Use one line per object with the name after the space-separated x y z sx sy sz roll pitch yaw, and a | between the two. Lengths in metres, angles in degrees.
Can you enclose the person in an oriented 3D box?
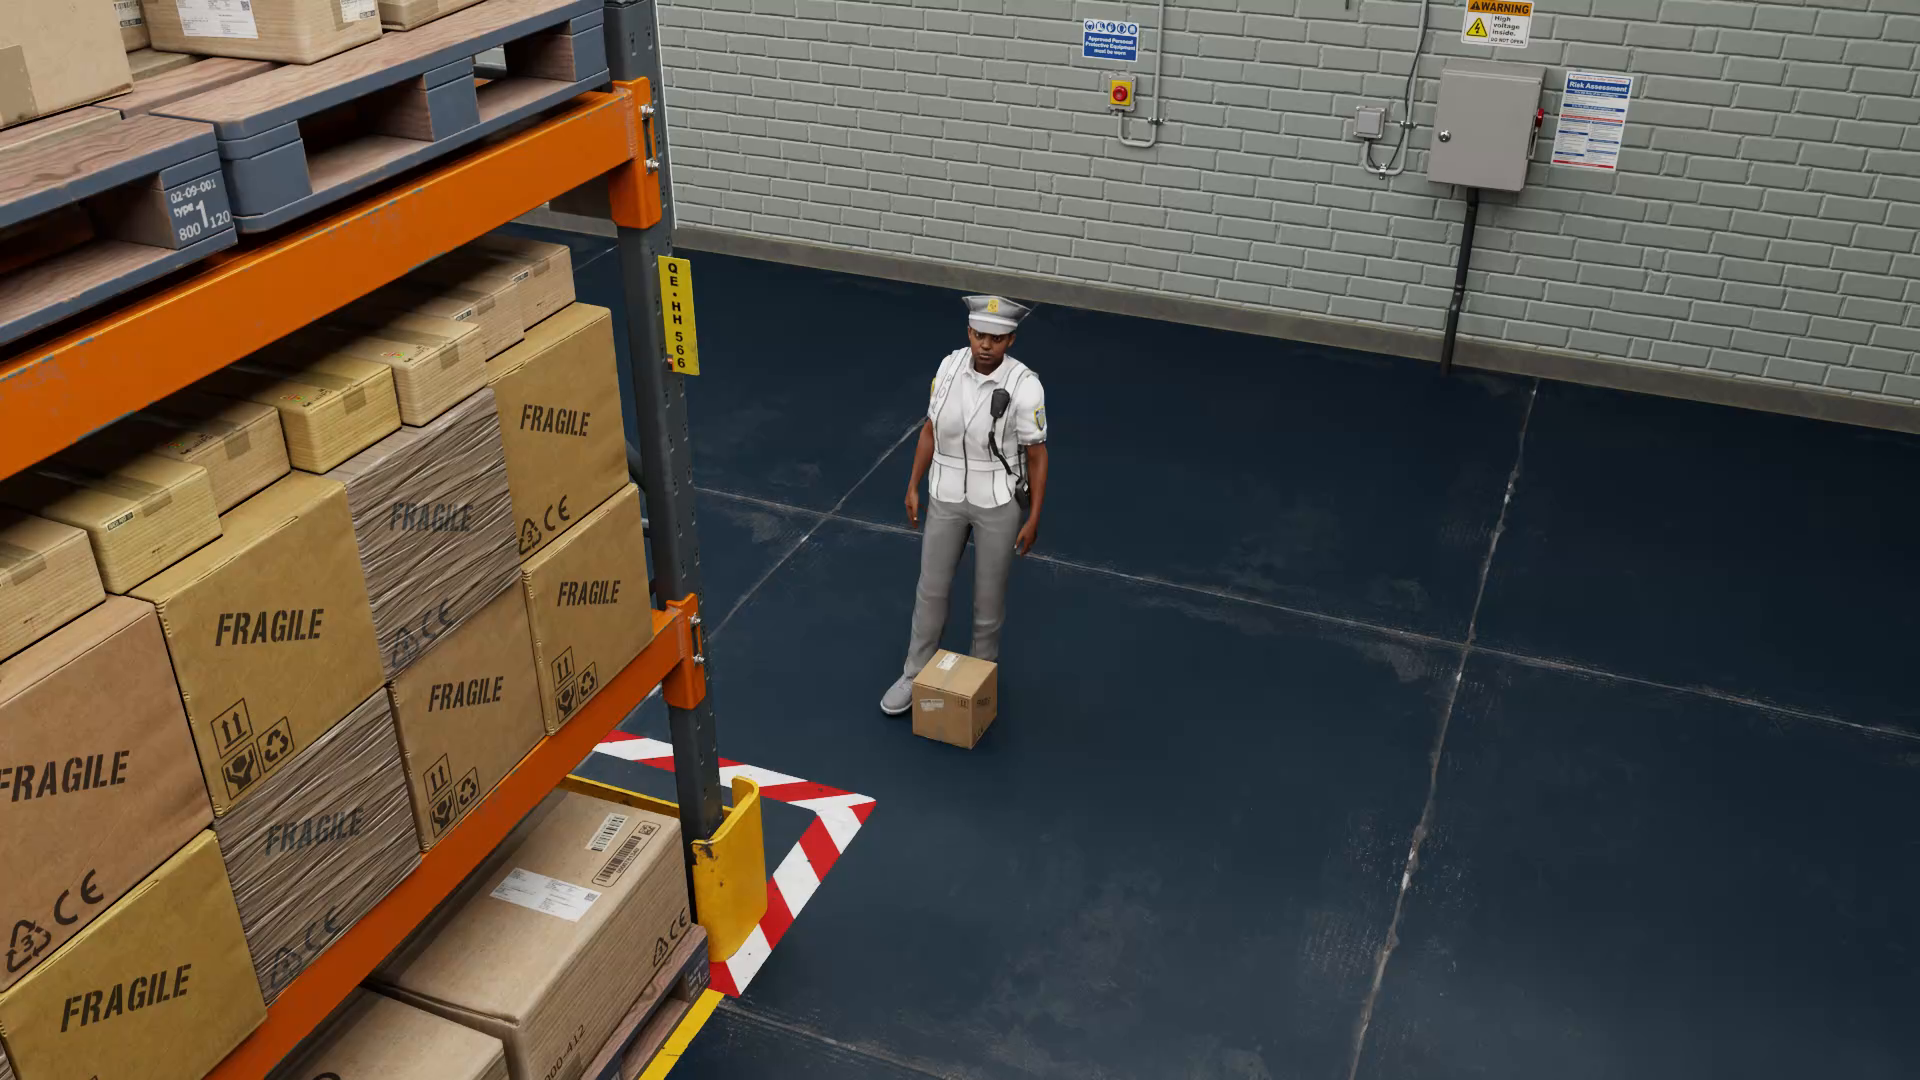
0.025 -0.116 6.279 0.570 1.698 0.528 11 32 19 | person
